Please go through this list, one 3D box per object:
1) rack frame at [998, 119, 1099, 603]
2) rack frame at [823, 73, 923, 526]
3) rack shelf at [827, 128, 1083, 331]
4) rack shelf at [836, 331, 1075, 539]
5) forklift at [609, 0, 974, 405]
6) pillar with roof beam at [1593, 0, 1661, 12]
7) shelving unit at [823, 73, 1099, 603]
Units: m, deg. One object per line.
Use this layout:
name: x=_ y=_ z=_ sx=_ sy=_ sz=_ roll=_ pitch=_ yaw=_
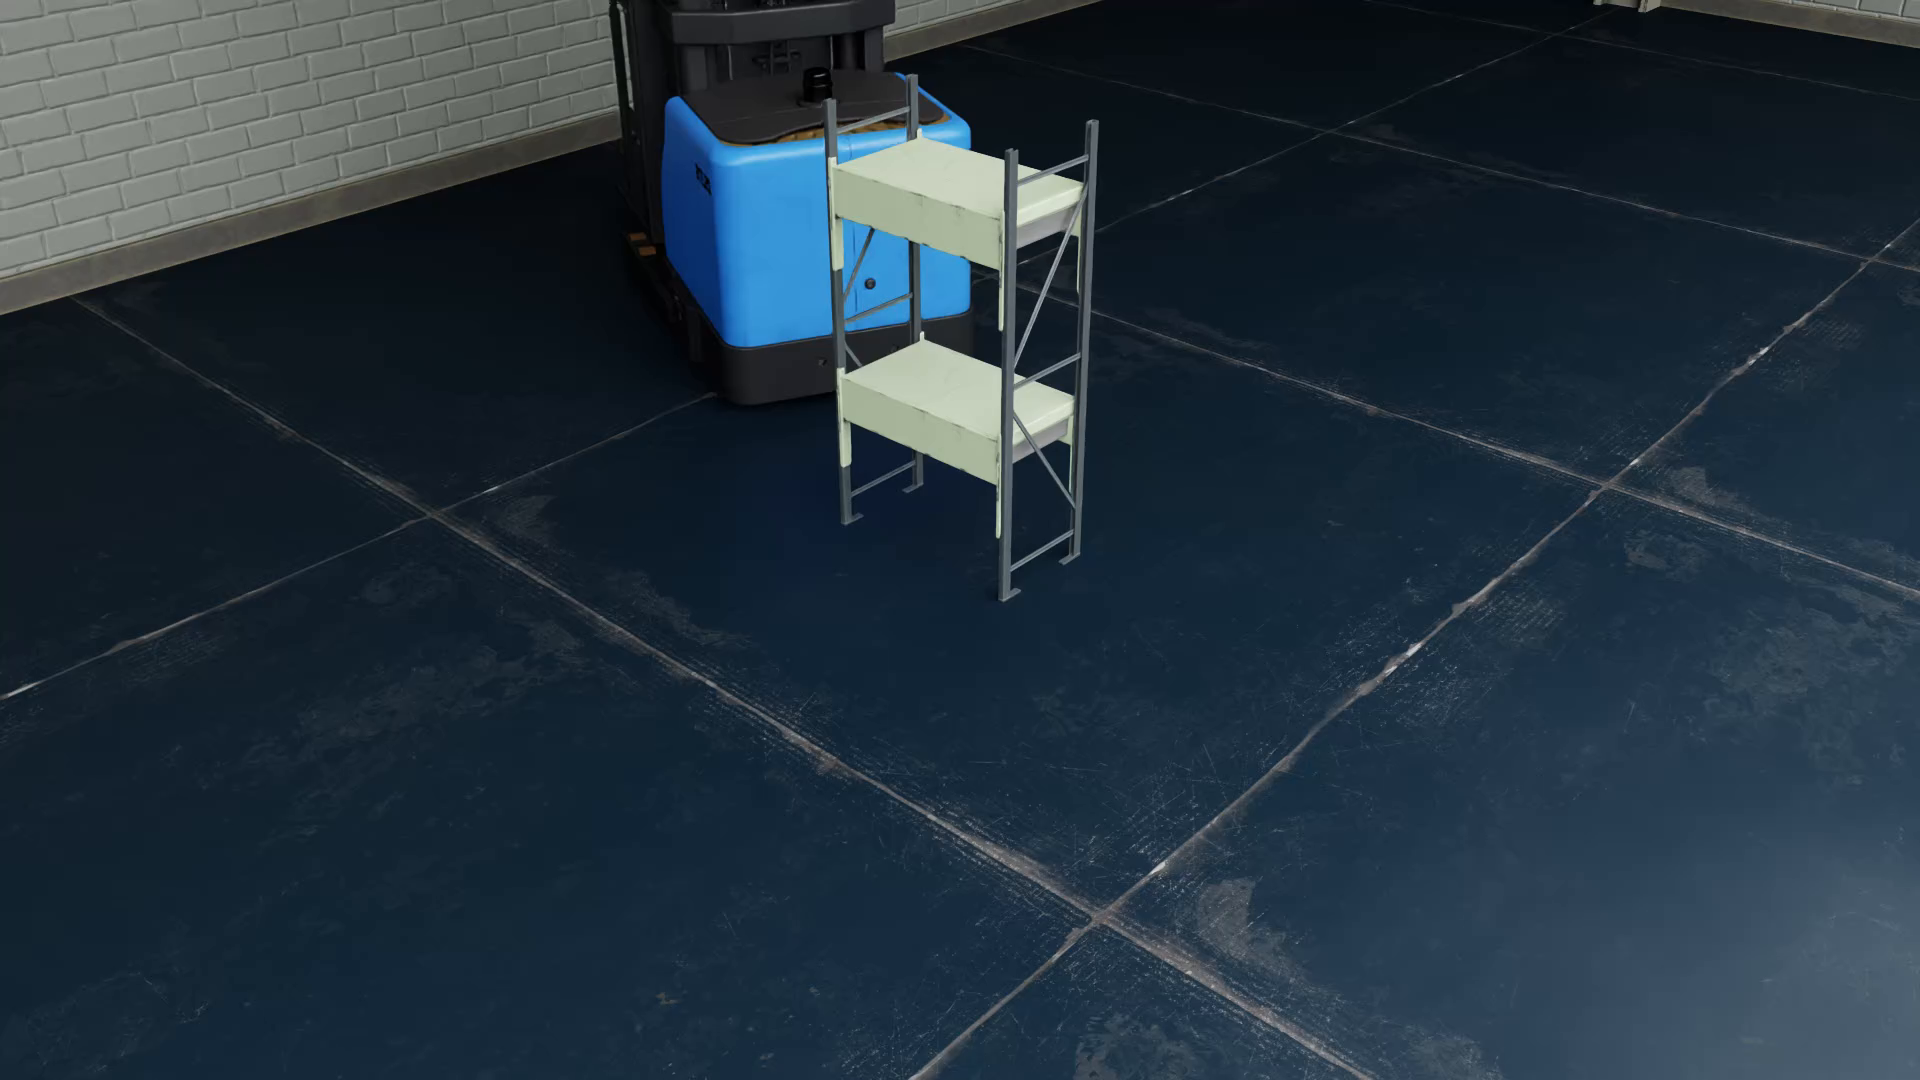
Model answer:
rack frame: x=0.266 y=-0.518 z=5.157 sx=0.023 sy=1.500 sz=0.400 roll=25 pitch=39 yaw=35
rack frame: x=-0.276 y=-0.772 z=5.577 sx=0.023 sy=1.500 sz=0.400 roll=25 pitch=39 yaw=35
rack shelf: x=-0.005 y=-0.979 z=5.166 sx=0.720 sy=0.370 sz=0.431 roll=25 pitch=39 yaw=35
rack shelf: x=-0.005 y=-0.366 z=5.535 sx=0.720 sy=0.370 sz=0.431 roll=25 pitch=39 yaw=35
forklift: x=-0.960 y=-2.528 z=7.108 sx=1.130 sy=2.935 sz=3.031 roll=-12 pitch=33 yaw=-19
pillar with roof beam: x=2.071 y=-6.192 z=7.310 sx=0.400 sy=9.000 sz=9.100 roll=25 pitch=39 yaw=35
shelving unit: x=-0.005 y=-0.645 z=5.367 sx=0.755 sy=1.500 sz=0.431 roll=25 pitch=39 yaw=35
